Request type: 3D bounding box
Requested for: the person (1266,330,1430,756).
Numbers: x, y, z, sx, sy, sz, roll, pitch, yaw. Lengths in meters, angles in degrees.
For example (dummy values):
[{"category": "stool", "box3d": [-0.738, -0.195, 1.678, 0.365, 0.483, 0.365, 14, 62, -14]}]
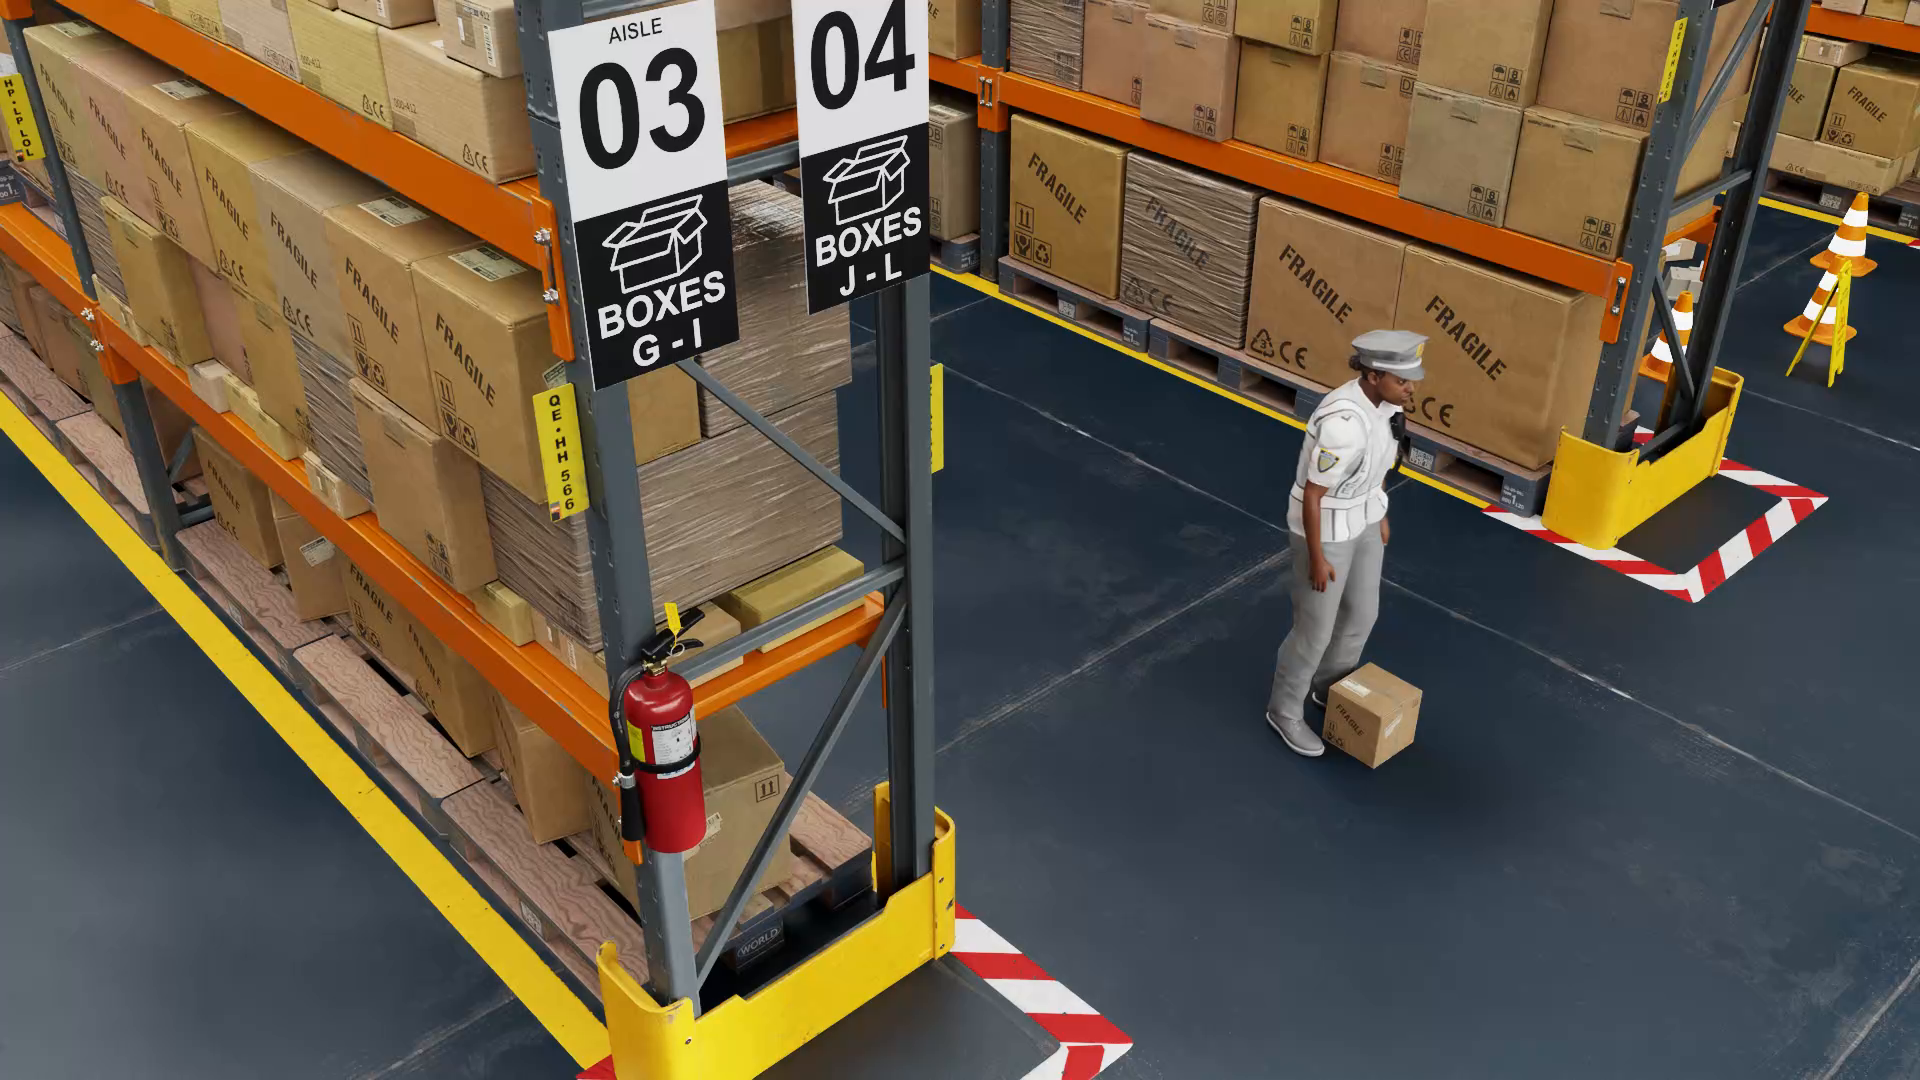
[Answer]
[{"category": "person", "box3d": [1.428, -0.010, 6.148, 0.421, 1.664, 0.532, 27, 41, 36]}]
